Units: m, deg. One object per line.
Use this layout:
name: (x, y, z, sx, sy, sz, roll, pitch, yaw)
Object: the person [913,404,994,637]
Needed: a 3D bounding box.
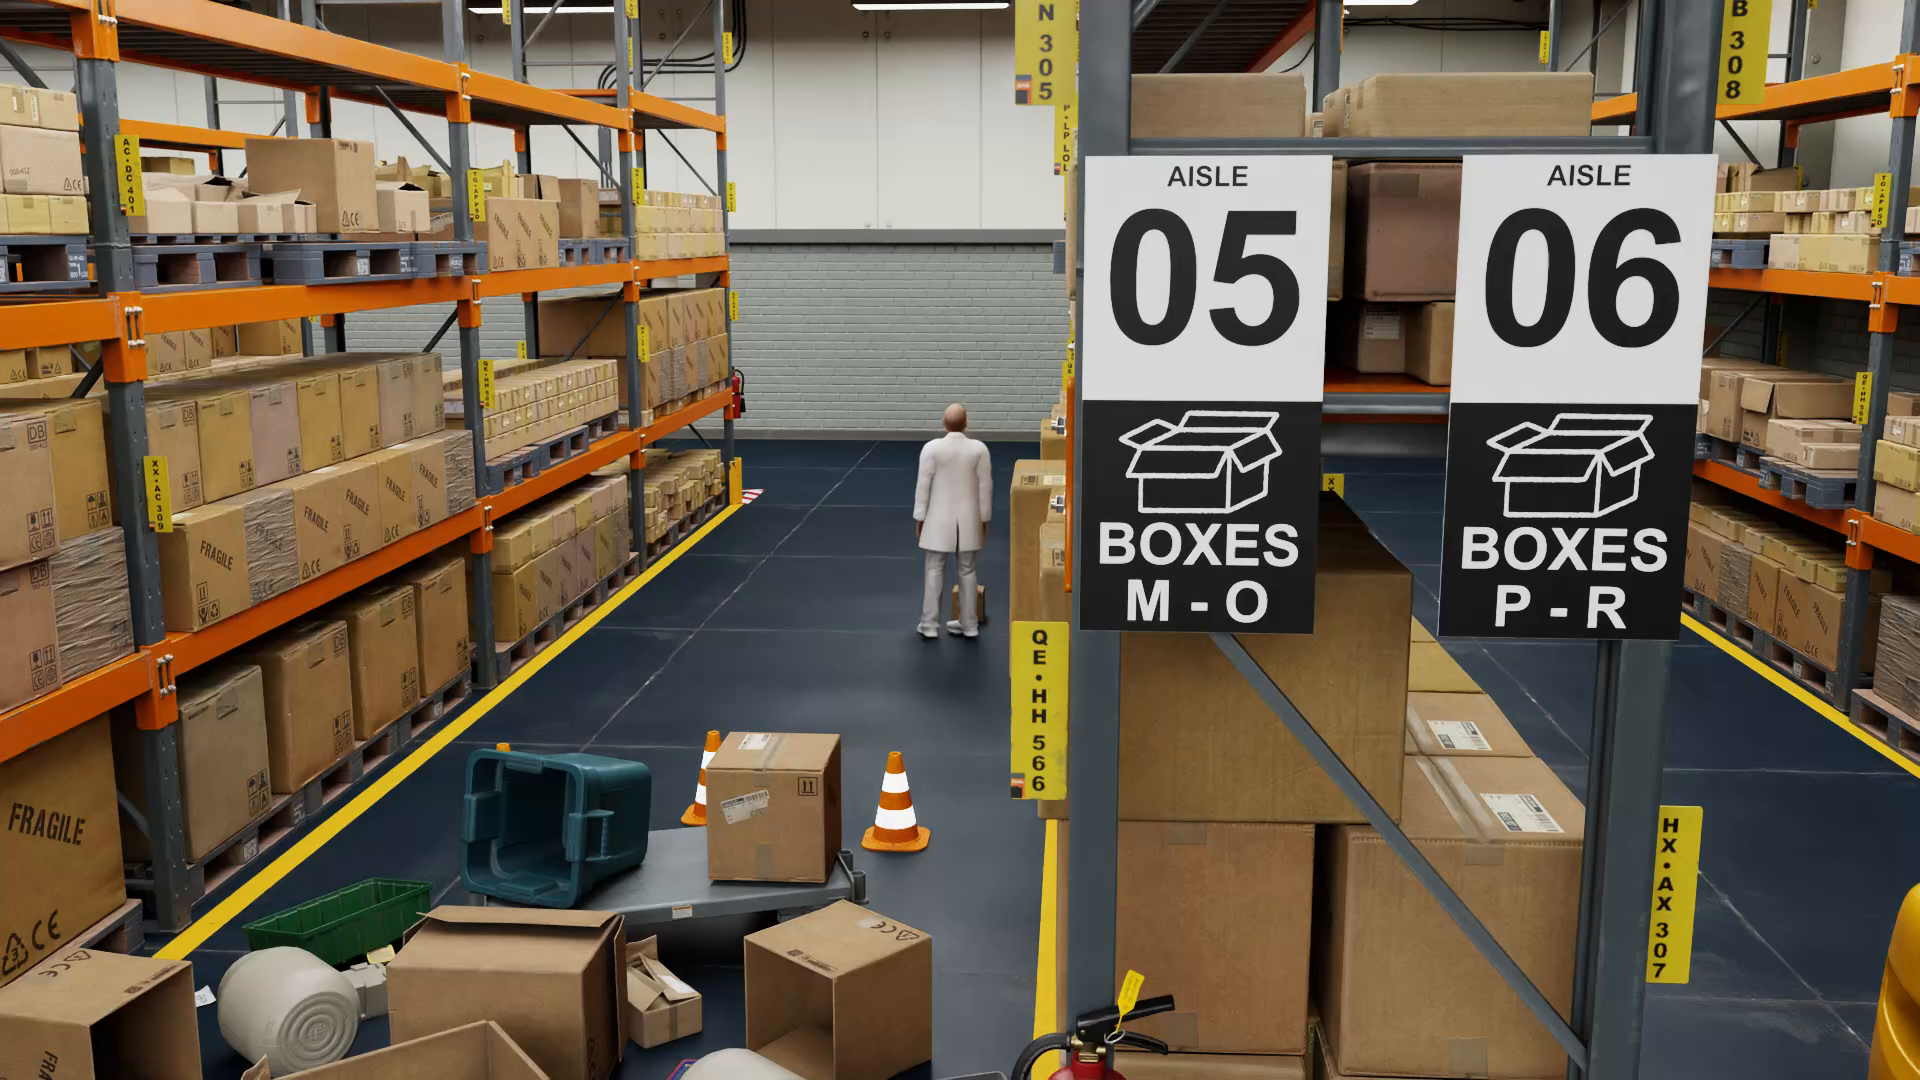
person: (-0.058, -0.154, 12.692, 0.603, 1.787, 0.390, -2, 11, -9)
